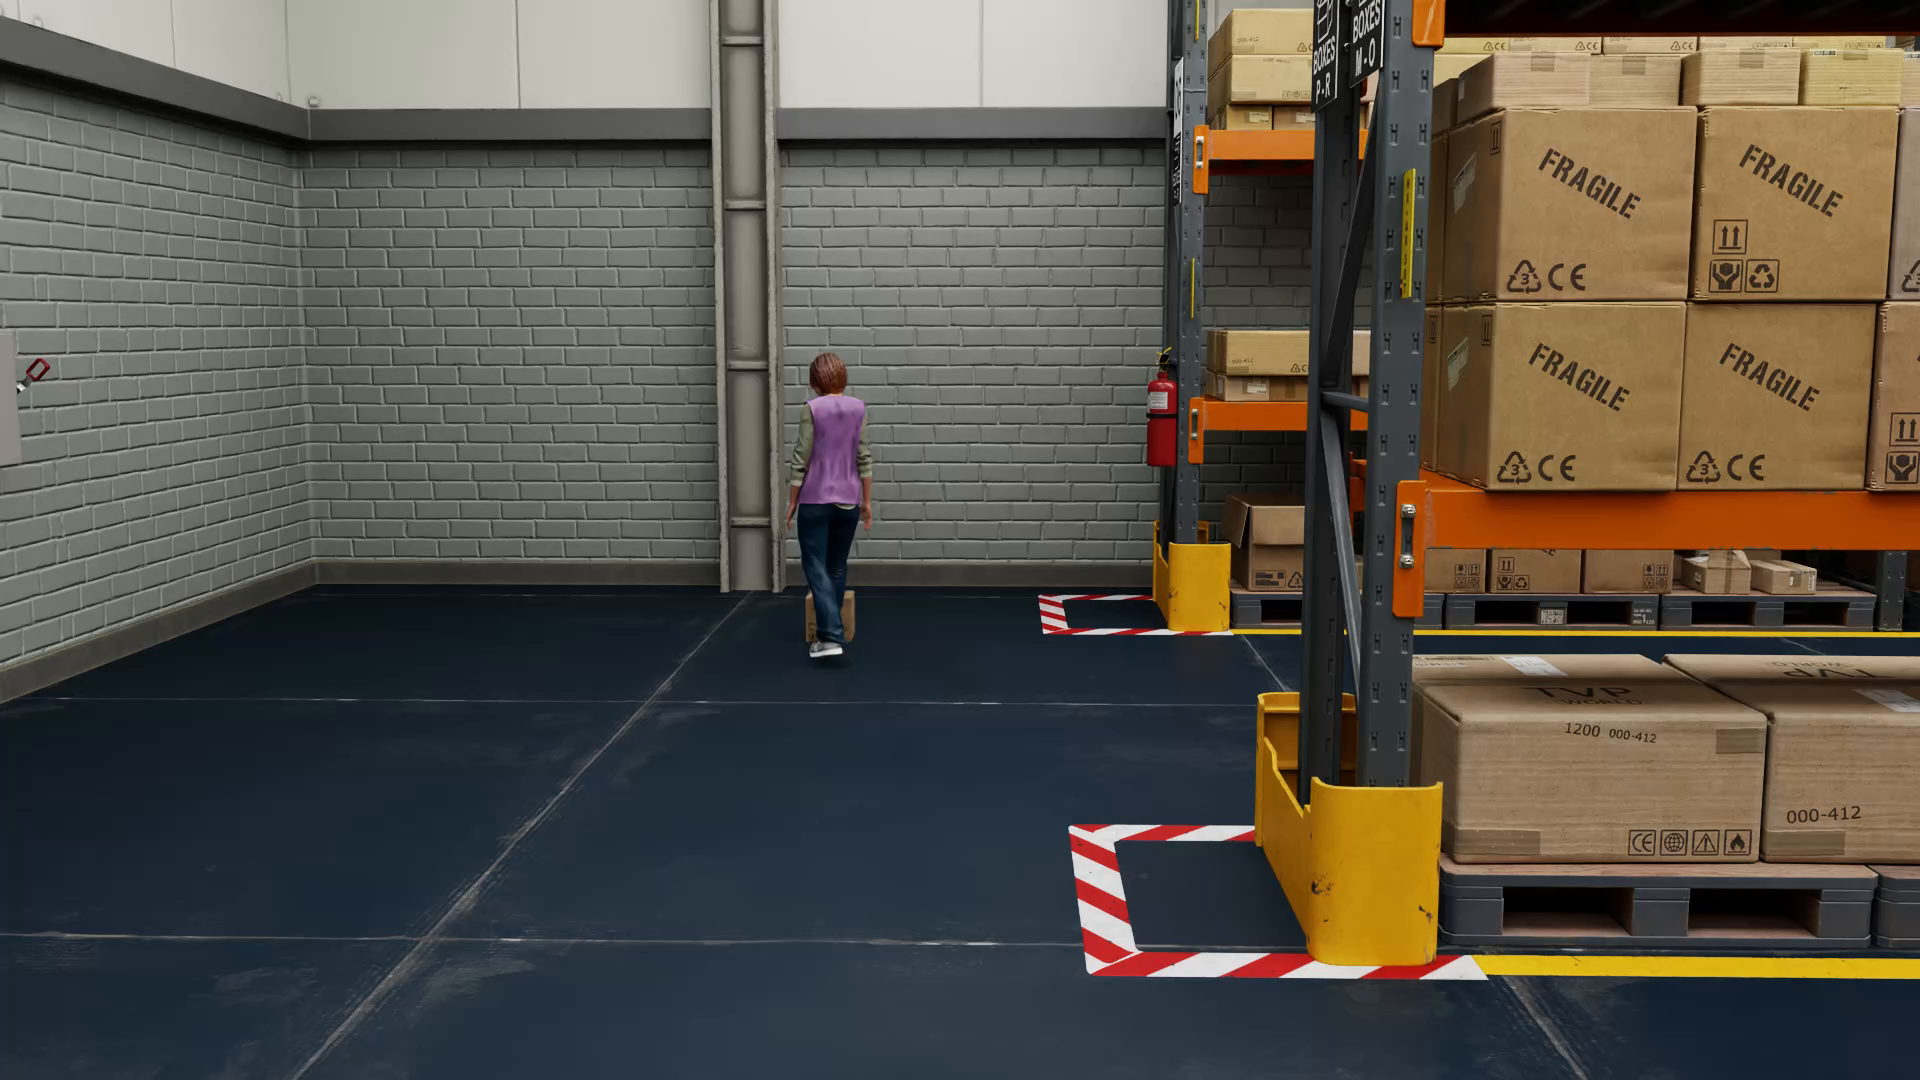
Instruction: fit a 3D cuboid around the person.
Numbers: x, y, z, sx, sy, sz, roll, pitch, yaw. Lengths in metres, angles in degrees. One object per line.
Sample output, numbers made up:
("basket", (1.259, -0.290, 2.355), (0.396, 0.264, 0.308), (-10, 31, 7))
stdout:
("person", (-0.707, -0.182, 8.665), (0.448, 1.549, 0.694), (-4, 8, -27))
